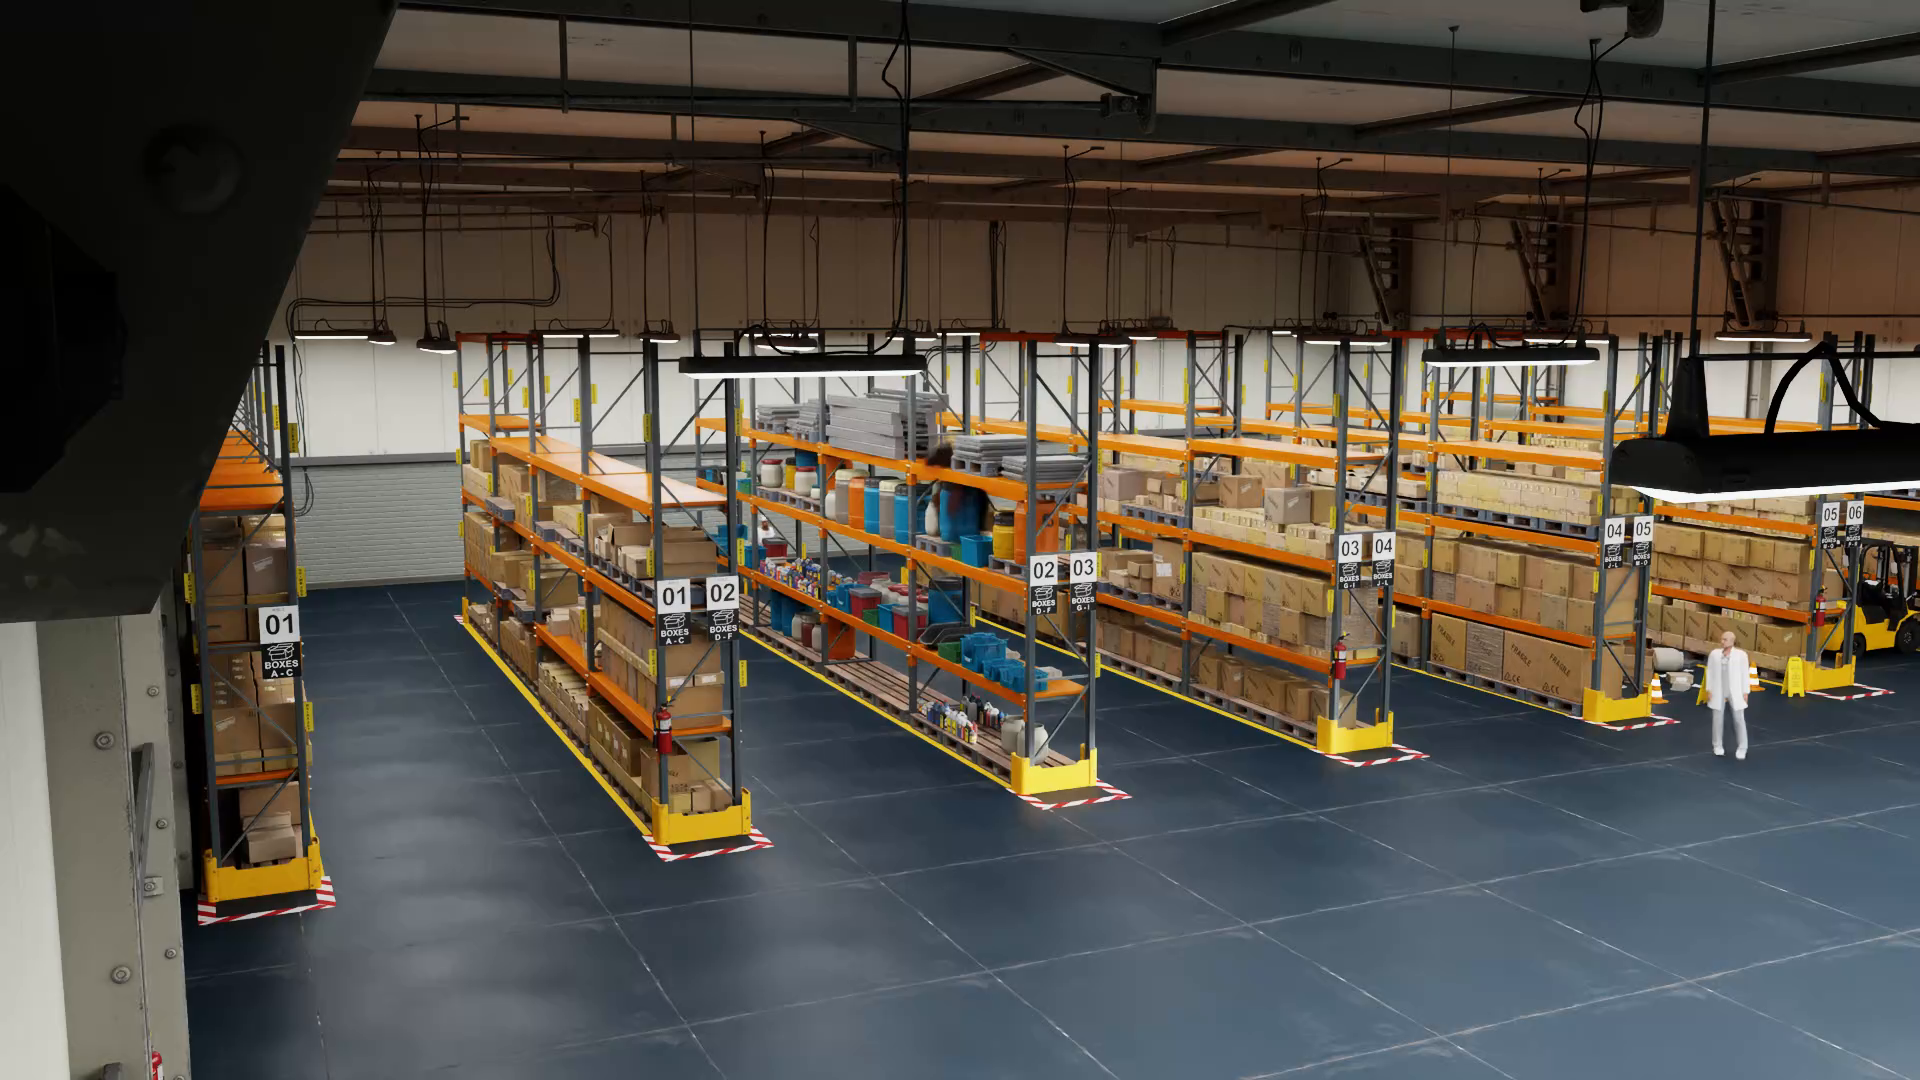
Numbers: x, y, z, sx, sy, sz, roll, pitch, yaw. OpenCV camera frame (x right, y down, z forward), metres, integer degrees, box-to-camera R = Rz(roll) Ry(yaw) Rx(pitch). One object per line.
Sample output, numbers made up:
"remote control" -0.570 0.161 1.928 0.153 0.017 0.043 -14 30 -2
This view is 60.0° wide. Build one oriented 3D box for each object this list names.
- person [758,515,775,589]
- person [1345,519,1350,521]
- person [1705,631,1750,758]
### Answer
"person" -4.423 0.305 38.124 0.615 1.728 1.001 -5 9 -34
"person" 8.770 0.385 37.855 0.426 1.727 0.592 -2 8 -16
"person" 11.085 2.220 24.014 0.614 1.787 0.465 4 8 24
